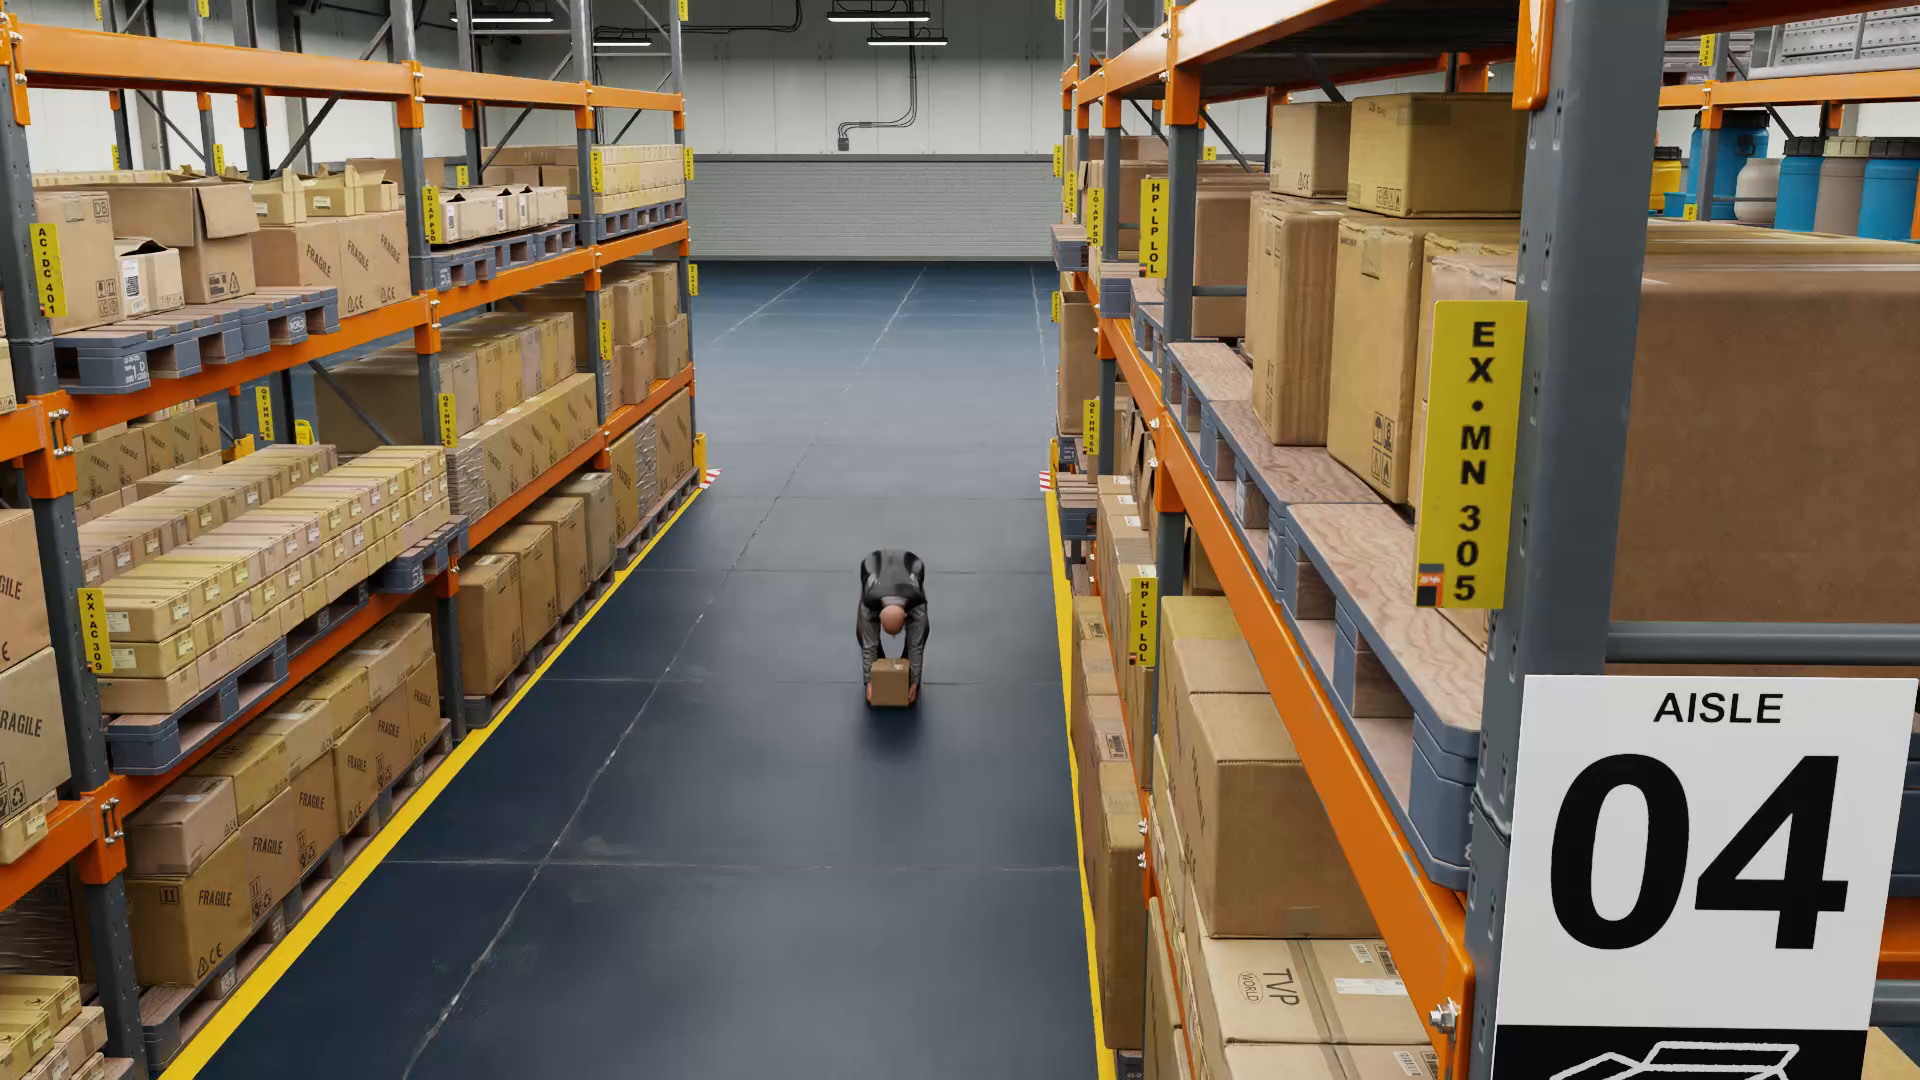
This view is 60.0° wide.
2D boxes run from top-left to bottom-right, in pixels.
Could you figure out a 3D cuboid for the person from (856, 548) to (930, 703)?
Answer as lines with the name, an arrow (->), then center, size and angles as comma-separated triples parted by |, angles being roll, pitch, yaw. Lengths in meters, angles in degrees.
person -> -0.458, 0.571, 11.346 | 0.501, 0.946, 0.944 | 0, 14, -1
